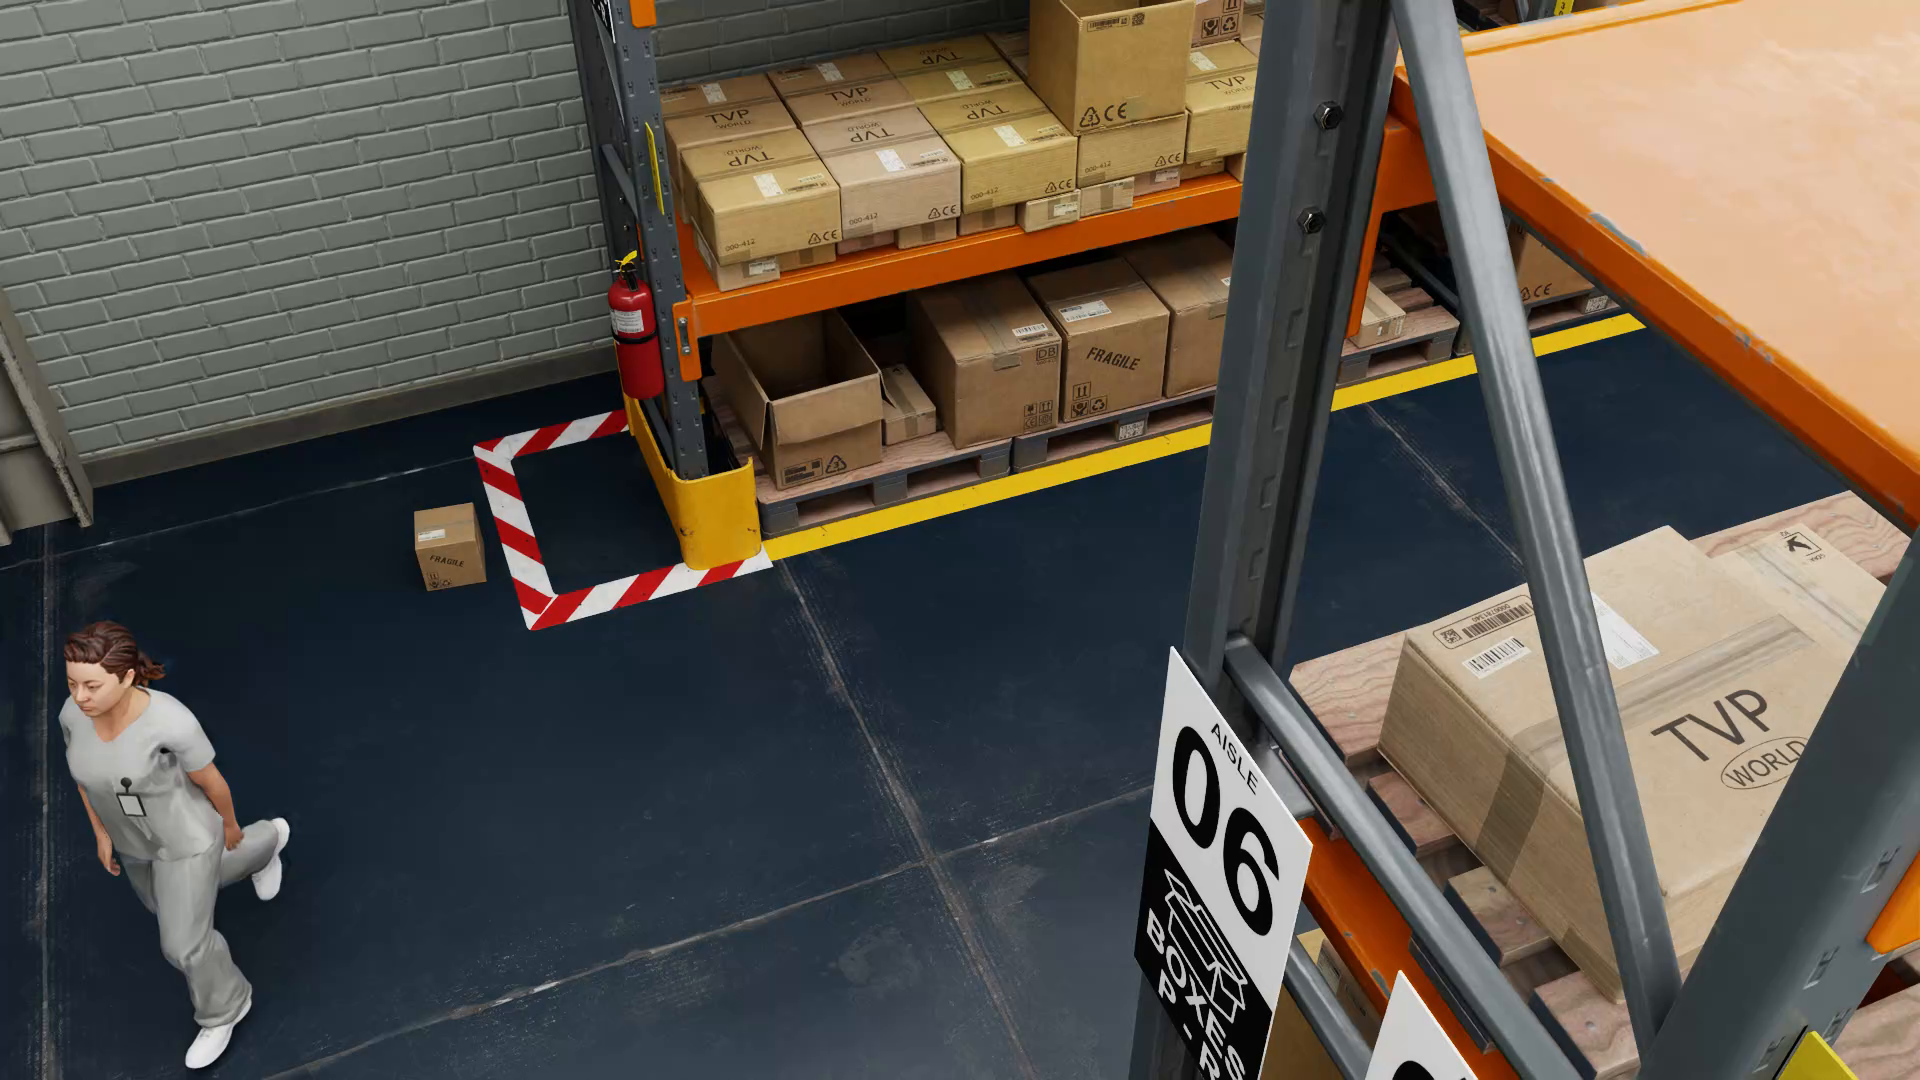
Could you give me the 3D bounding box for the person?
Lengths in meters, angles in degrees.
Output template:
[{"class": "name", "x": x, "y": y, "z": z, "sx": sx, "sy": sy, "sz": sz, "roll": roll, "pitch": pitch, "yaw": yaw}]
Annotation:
[{"class": "person", "x": -2.446, "y": 0.862, "z": 5.191, "sx": 0.434, "sy": 1.635, "sz": 0.820, "roll": 11, "pitch": 43, "yaw": 12}]
